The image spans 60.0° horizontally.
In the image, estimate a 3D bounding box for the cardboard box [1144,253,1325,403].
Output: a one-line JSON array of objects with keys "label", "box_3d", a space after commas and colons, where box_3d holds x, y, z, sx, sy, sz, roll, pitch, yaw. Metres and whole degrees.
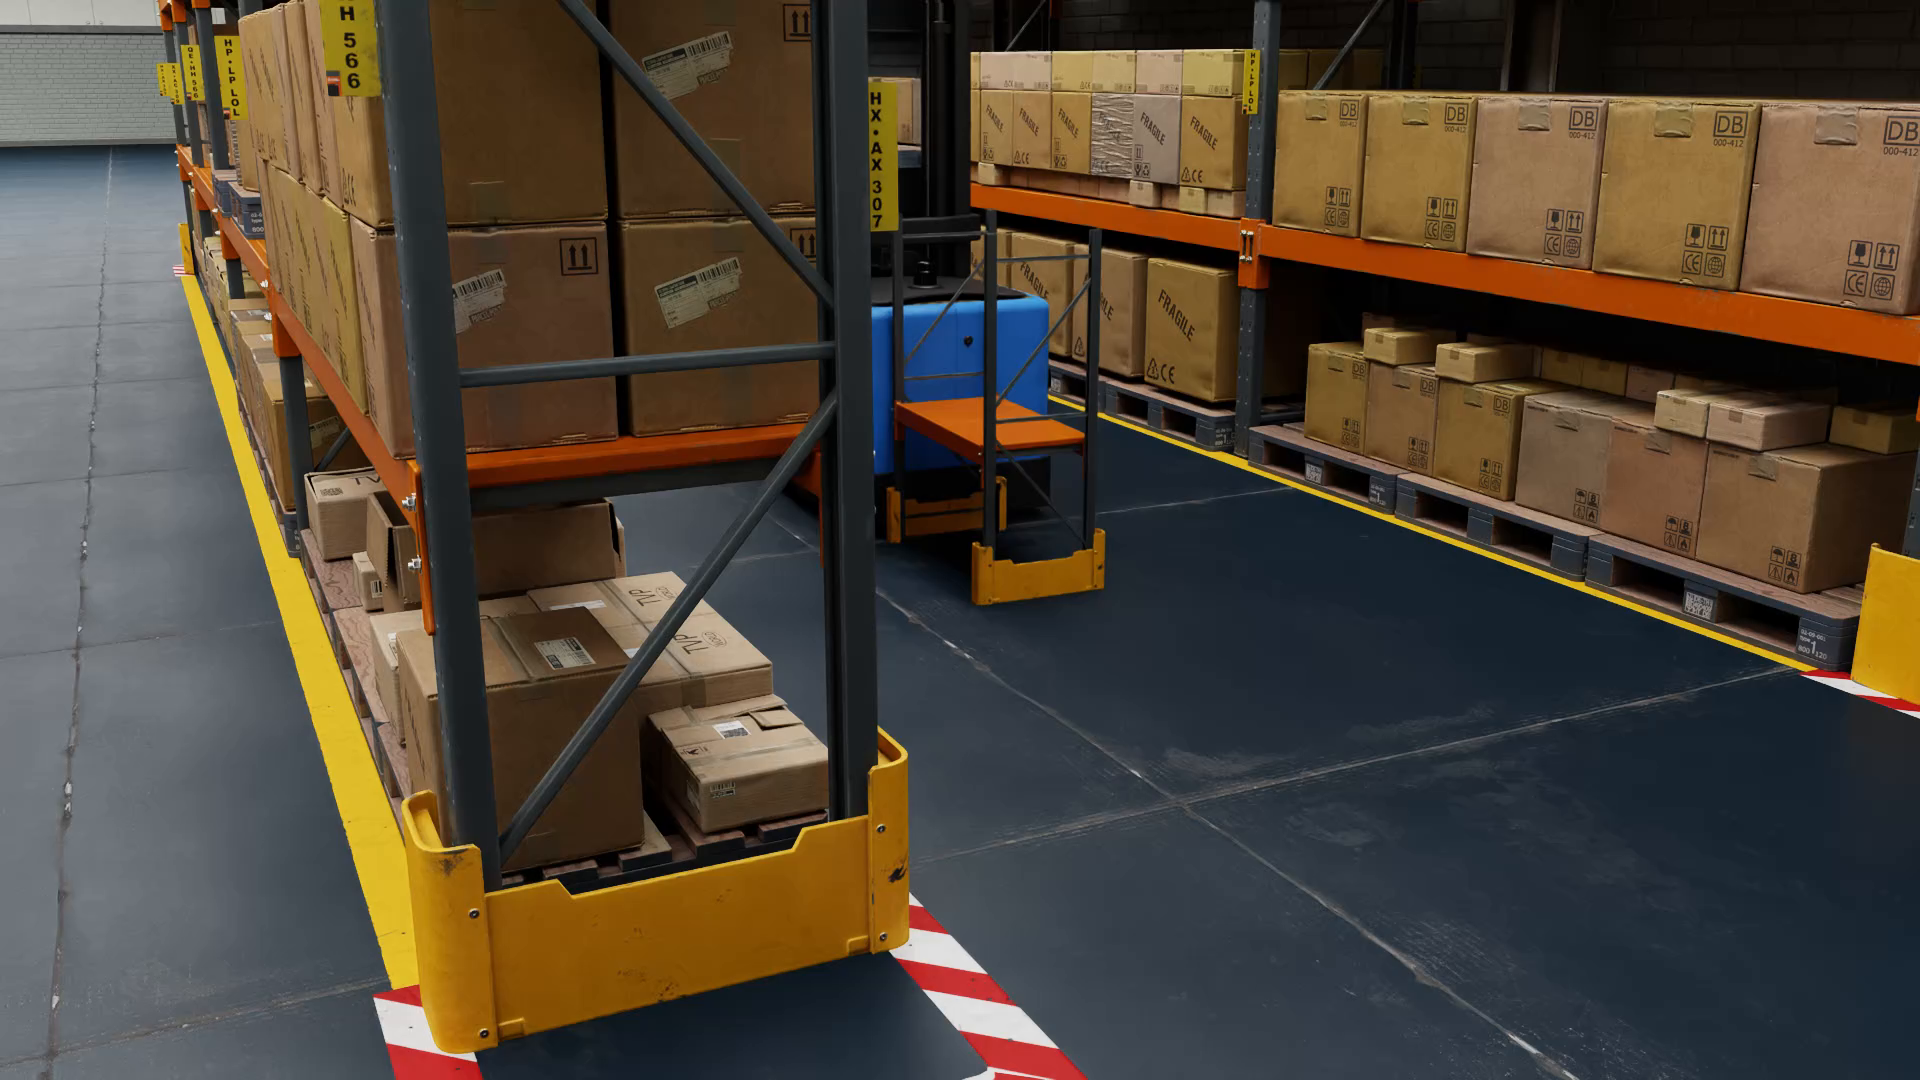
[{"label": "cardboard box", "box_3d": [1.623, -1.282, 9.915, 0.750, 0.750, 0.750, -7, 18, -24]}]

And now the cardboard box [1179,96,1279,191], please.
[{"label": "cardboard box", "box_3d": [1.596, -2.252, 9.405, 0.500, 0.500, 0.500, -8, 18, -26]}]

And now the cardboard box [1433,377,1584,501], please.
[{"label": "cardboard box", "box_3d": [2.700, -0.518, 7.887, 0.700, 0.500, 0.500, -7, 18, -24]}]

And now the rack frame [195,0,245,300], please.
[{"label": "rack frame", "box_3d": [-4.179, -2.360, 10.537, 1.000, 3.000, 0.127, -8, 18, -25]}]

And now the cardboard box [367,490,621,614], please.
[{"label": "cardboard box", "box_3d": [-1.599, 0.085, 5.743, 0.797, 0.503, 0.637, -8, 18, -25]}]

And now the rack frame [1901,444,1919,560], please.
[{"label": "rack frame", "box_3d": [3.777, -0.976, 5.714, 1.000, 3.000, 0.127, -8, 18, -25]}]

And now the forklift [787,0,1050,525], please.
[{"label": "forklift", "box_3d": [-0.603, -1.837, 8.838, 1.130, 2.935, 3.031, -7, 17, -22]}]

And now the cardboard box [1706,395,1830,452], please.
[{"label": "cardboard box", "box_3d": [3.161, -0.459, 6.508, 0.380, 0.149, 0.250, -8, 18, -26]}]

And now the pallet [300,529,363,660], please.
[{"label": "pallet", "box_3d": [-2.126, 0.143, 6.872, 1.003, 0.211, 1.213, -8, 18, -25]}]

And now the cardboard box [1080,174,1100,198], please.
[{"label": "cardboard box", "box_3d": [0.999, -2.294, 10.725, 0.380, 0.149, 0.250, -7, 17, -23]}]

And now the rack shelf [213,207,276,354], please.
[{"label": "rack shelf", "box_3d": [-3.303, -1.518, 8.908, 1.077, 0.370, 4.000, -8, 18, -25]}]

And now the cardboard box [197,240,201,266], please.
[{"label": "cardboard box", "box_3d": [-7.207, -2.817, 16.351, 0.500, 0.250, 0.500, -8, 18, -25]}]

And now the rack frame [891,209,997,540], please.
[{"label": "rack frame", "box_3d": [-0.068, -0.749, 7.640, 0.500, 1.500, 0.032, -7, 17, -22]}]

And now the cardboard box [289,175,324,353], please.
[{"label": "cardboard box", "box_3d": [-1.780, -0.880, 5.199, 0.500, 0.500, 0.500, -8, 18, -26]}]

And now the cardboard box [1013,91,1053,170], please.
[{"label": "cardboard box", "box_3d": [0.693, -2.755, 11.155, 0.500, 0.500, 0.500, -8, 18, -25]}]

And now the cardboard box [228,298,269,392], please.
[{"label": "cardboard box", "box_3d": [-4.236, -1.223, 10.307, 0.500, 0.500, 0.500, -7, 17, -23]}]

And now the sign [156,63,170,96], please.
[{"label": "sign", "box_3d": [-8.185, -4.732, 17.090, 0.100, 0.325, 0.005, -8, 18, -25]}]

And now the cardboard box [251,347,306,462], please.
[{"label": "cardboard box", "box_3d": [-3.328, -0.714, 8.535, 0.500, 0.500, 0.500, -7, 18, -24]}]

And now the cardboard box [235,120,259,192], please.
[{"label": "cardboard box", "box_3d": [-3.256, -2.049, 8.510, 0.700, 0.500, 0.500, -13, 21, -39]}]

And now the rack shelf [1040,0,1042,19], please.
[{"label": "rack shelf", "box_3d": [-0.604, -4.552, 14.040, 1.077, 0.370, 4.000, -8, 18, -25]}]

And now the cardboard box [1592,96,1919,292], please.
[{"label": "cardboard box", "box_3d": [3.216, -1.424, 6.733, 0.980, 0.700, 0.700, -8, 18, -25]}]

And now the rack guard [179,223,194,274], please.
[{"label": "rack guard", "box_3d": [-7.694, -3.148, 17.815, 1.175, 0.500, 0.348, -8, 18, -25]}]

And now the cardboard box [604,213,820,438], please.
[{"label": "cardboard box", "box_3d": [-0.631, -0.566, 4.105, 0.500, 0.500, 0.500, -7, 18, -24]}]

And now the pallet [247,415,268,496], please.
[{"label": "pallet", "box_3d": [-3.355, -0.528, 9.208, 1.003, 0.211, 1.213, -8, 18, -25]}]

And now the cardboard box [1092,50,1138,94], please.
[{"label": "cardboard box", "box_3d": [1.152, -2.868, 10.191, 0.500, 0.250, 0.500, -7, 18, -24]}]

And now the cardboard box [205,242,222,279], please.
[{"label": "cardboard box", "box_3d": [-5.759, -2.244, 13.340, 0.500, 0.311, 0.500, -8, 18, -26]}]

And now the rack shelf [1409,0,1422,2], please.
[{"label": "rack shelf", "box_3d": [2.901, -2.568, 7.127, 1.077, 0.370, 4.000, -8, 18, -25]}]

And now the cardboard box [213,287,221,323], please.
[{"label": "cardboard box", "box_3d": [-5.525, -1.847, 12.973, 0.500, 0.250, 0.500, -8, 18, -27]}]

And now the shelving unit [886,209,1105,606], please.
[{"label": "shelving unit", "box_3d": [0.134, -0.617, 7.183, 0.587, 1.500, 1.083, -7, 17, -22]}]

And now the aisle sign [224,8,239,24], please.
[{"label": "aisle sign", "box_3d": [-7.448, -5.645, 17.271, 0.394, 0.787, 0.004, -8, 18, -25]}]

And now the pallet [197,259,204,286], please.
[{"label": "pallet", "box_3d": [-7.311, -2.819, 17.191, 1.003, 0.211, 1.213, -8, 18, -25]}]

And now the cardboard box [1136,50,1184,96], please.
[{"label": "cardboard box", "box_3d": [1.375, -2.742, 9.751, 0.500, 0.250, 0.500, -7, 18, -24]}]

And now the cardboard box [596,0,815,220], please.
[{"label": "cardboard box", "box_3d": [-0.631, -1.047, 3.967, 0.500, 0.500, 0.500, -7, 17, -23]}]

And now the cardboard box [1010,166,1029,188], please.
[{"label": "cardboard box", "box_3d": [0.573, -2.552, 11.624, 0.380, 0.149, 0.250, -8, 18, -25]}]

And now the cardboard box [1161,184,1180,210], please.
[{"label": "cardboard box", "box_3d": [1.418, -2.036, 9.825, 0.380, 0.149, 0.250, -7, 17, -23]}]

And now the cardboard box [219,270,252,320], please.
[{"label": "cardboard box", "box_3d": [-4.863, -1.738, 11.576, 0.500, 0.311, 0.500, -8, 18, -26]}]

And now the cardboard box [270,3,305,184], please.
[{"label": "cardboard box", "box_3d": [-1.795, -1.363, 5.067, 0.500, 0.500, 0.500, -7, 17, -23]}]

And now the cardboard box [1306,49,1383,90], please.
[{"label": "cardboard box", "box_3d": [2.058, -2.674, 9.516, 0.500, 0.250, 0.500, -7, 17, -23]}]

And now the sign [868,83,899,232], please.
[{"label": "sign", "box_3d": [-0.186, -0.858, 3.734, 0.100, 0.325, 0.005, -8, 18, -25]}]

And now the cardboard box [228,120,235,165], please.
[{"label": "cardboard box", "box_3d": [-5.159, -2.953, 12.421, 0.500, 0.500, 0.500, -8, 18, -25]}]

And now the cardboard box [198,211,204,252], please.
[{"label": "cardboard box", "box_3d": [-6.762, -2.930, 15.387, 0.500, 0.500, 0.500, -8, 18, -25]}]

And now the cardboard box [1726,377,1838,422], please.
[{"label": "cardboard box", "box_3d": [3.393, -0.568, 6.887, 0.380, 0.149, 0.250, -8, 18, -25]}]

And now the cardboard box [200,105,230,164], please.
[{"label": "cardboard box", "box_3d": [-6.131, -3.509, 14.360, 0.700, 0.500, 0.500, -8, 18, -26]}]

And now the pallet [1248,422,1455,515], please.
[{"label": "pallet", "box_3d": [2.288, -0.429, 8.864, 1.003, 0.211, 1.213, -8, 18, -25]}]

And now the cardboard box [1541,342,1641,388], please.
[{"label": "cardboard box", "box_3d": [2.948, -0.820, 7.764, 0.380, 0.149, 0.250, -8, 18, -26]}]

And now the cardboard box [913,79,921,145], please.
[{"label": "cardboard box", "box_3d": [0.058, -3.334, 12.953, 0.700, 0.500, 0.500, -10, 19, -31]}]

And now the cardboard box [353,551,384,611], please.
[{"label": "cardboard box", "box_3d": [-2.049, 0.126, 6.214, 0.380, 0.166, 0.250, -8, 18, -25]}]

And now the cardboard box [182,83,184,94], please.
[{"label": "cardboard box", "box_3d": [-7.587, -4.515, 16.689, 0.380, 0.149, 0.250, -8, 18, -26]}]

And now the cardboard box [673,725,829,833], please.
[{"label": "cardboard box", "box_3d": [-0.548, 0.637, 4.464, 0.380, 0.149, 0.250, -8, 18, -25]}]
